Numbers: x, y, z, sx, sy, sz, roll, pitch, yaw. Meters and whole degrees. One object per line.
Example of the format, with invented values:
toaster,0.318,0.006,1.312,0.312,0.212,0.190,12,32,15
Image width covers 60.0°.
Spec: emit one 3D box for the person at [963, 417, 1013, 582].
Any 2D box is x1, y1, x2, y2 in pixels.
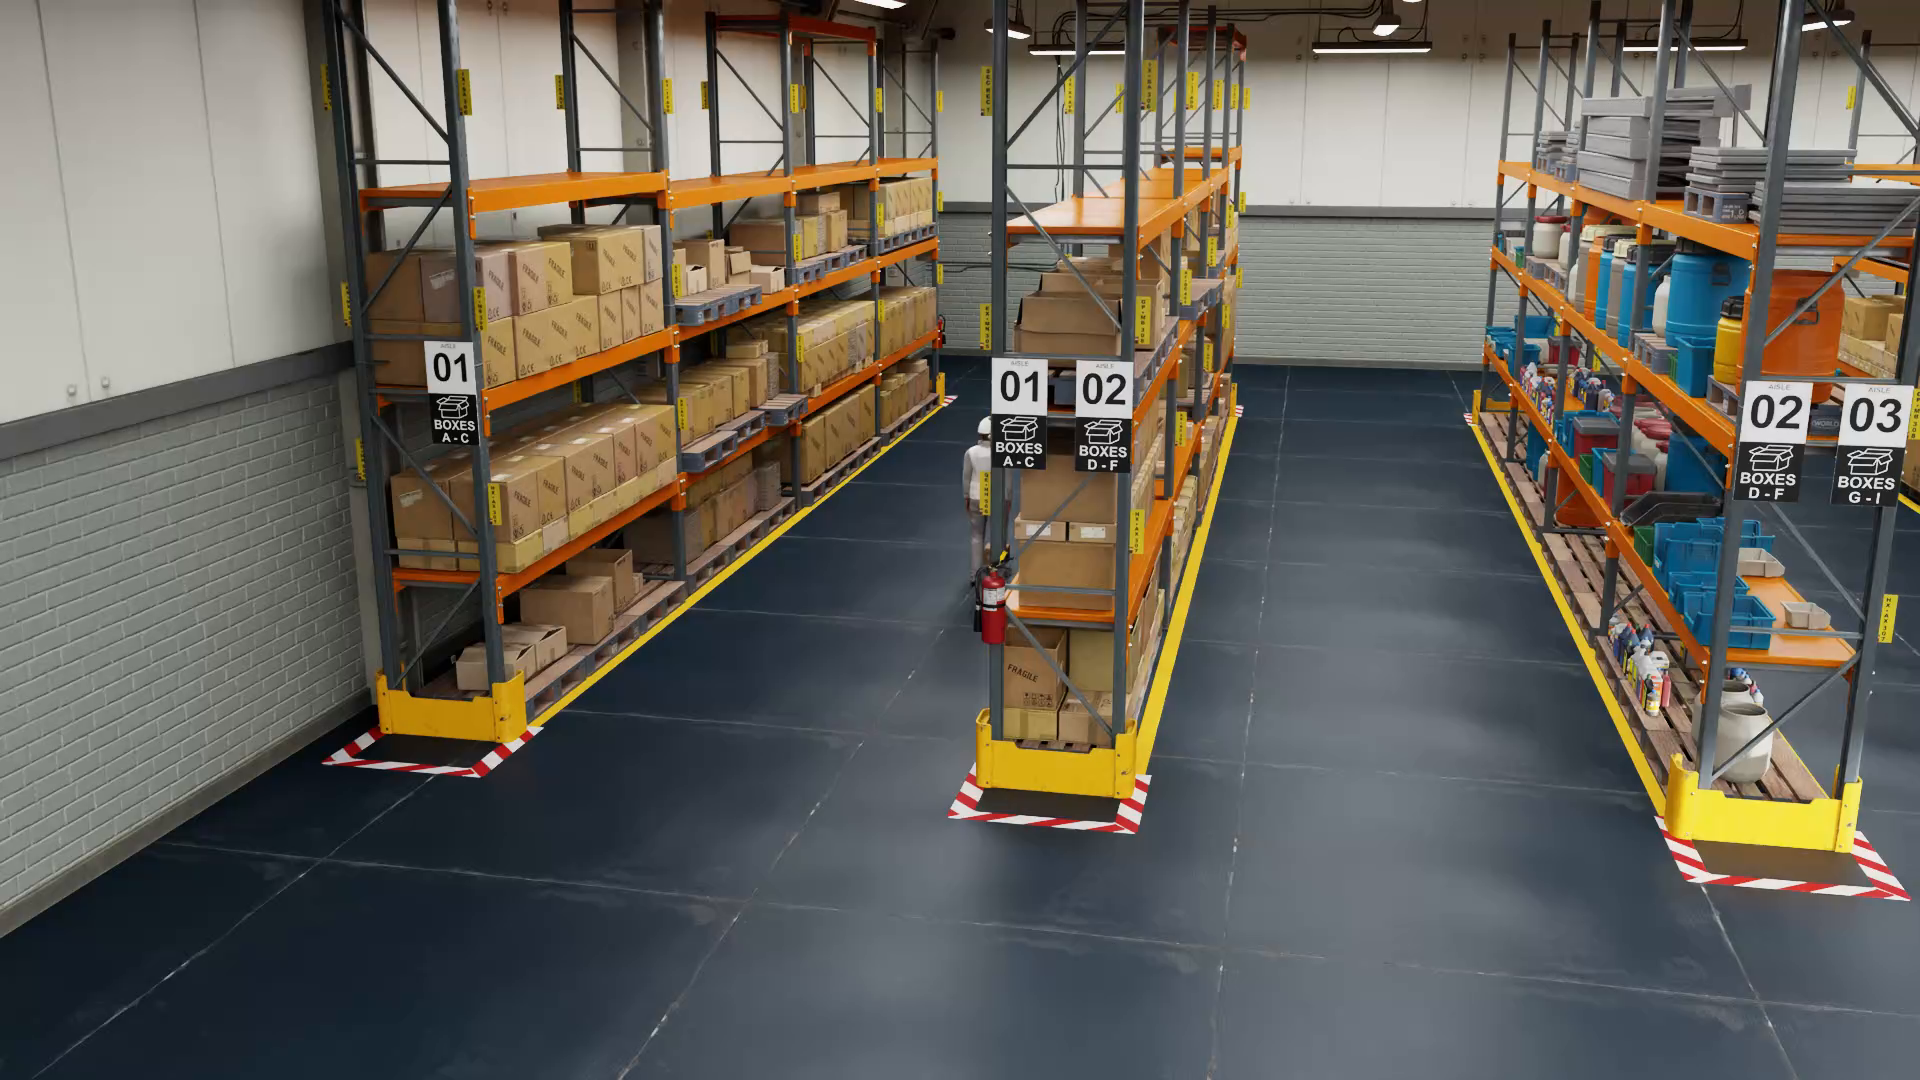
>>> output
person,0.306,-0.429,17.641,0.539,1.785,0.519,3,15,12
